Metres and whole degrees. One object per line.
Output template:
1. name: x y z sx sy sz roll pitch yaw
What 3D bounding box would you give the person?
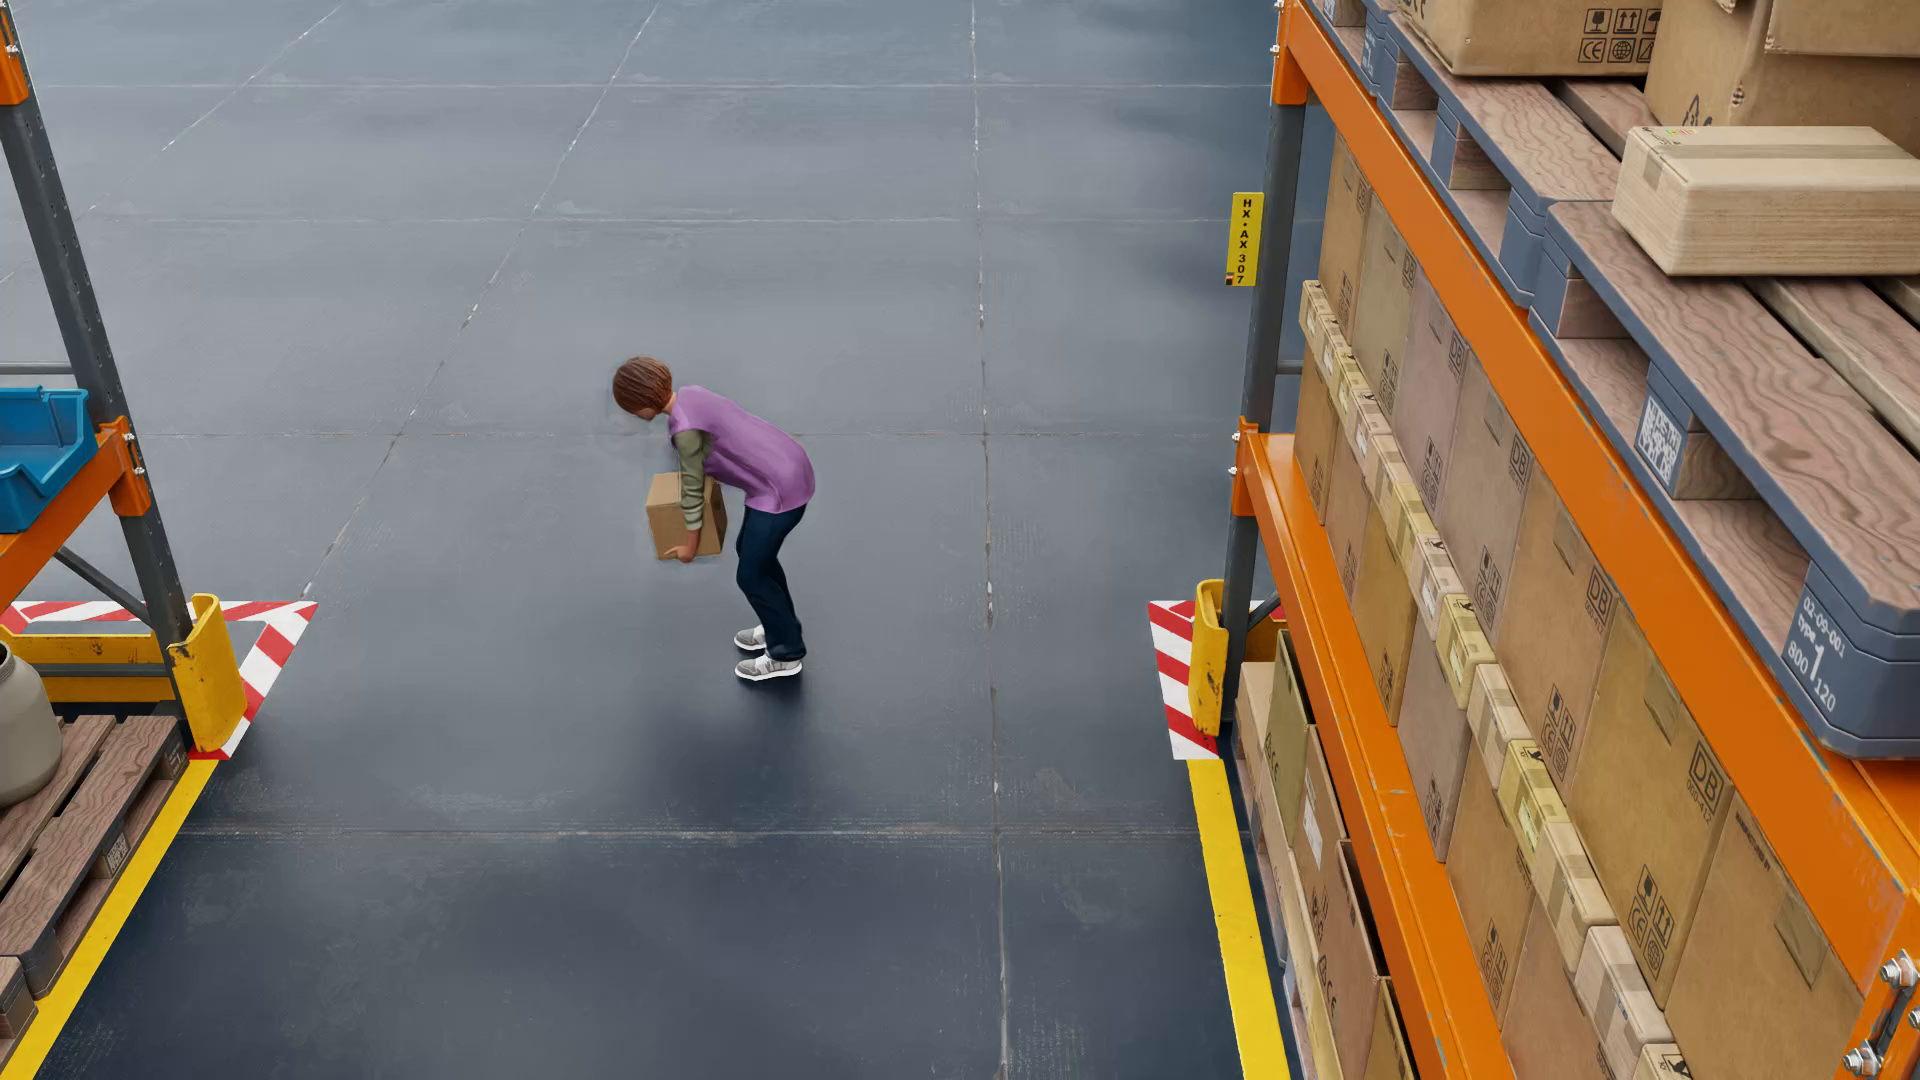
1. person: -0.927 -0.083 6.511 0.737 1.356 0.374 -1 32 -1
